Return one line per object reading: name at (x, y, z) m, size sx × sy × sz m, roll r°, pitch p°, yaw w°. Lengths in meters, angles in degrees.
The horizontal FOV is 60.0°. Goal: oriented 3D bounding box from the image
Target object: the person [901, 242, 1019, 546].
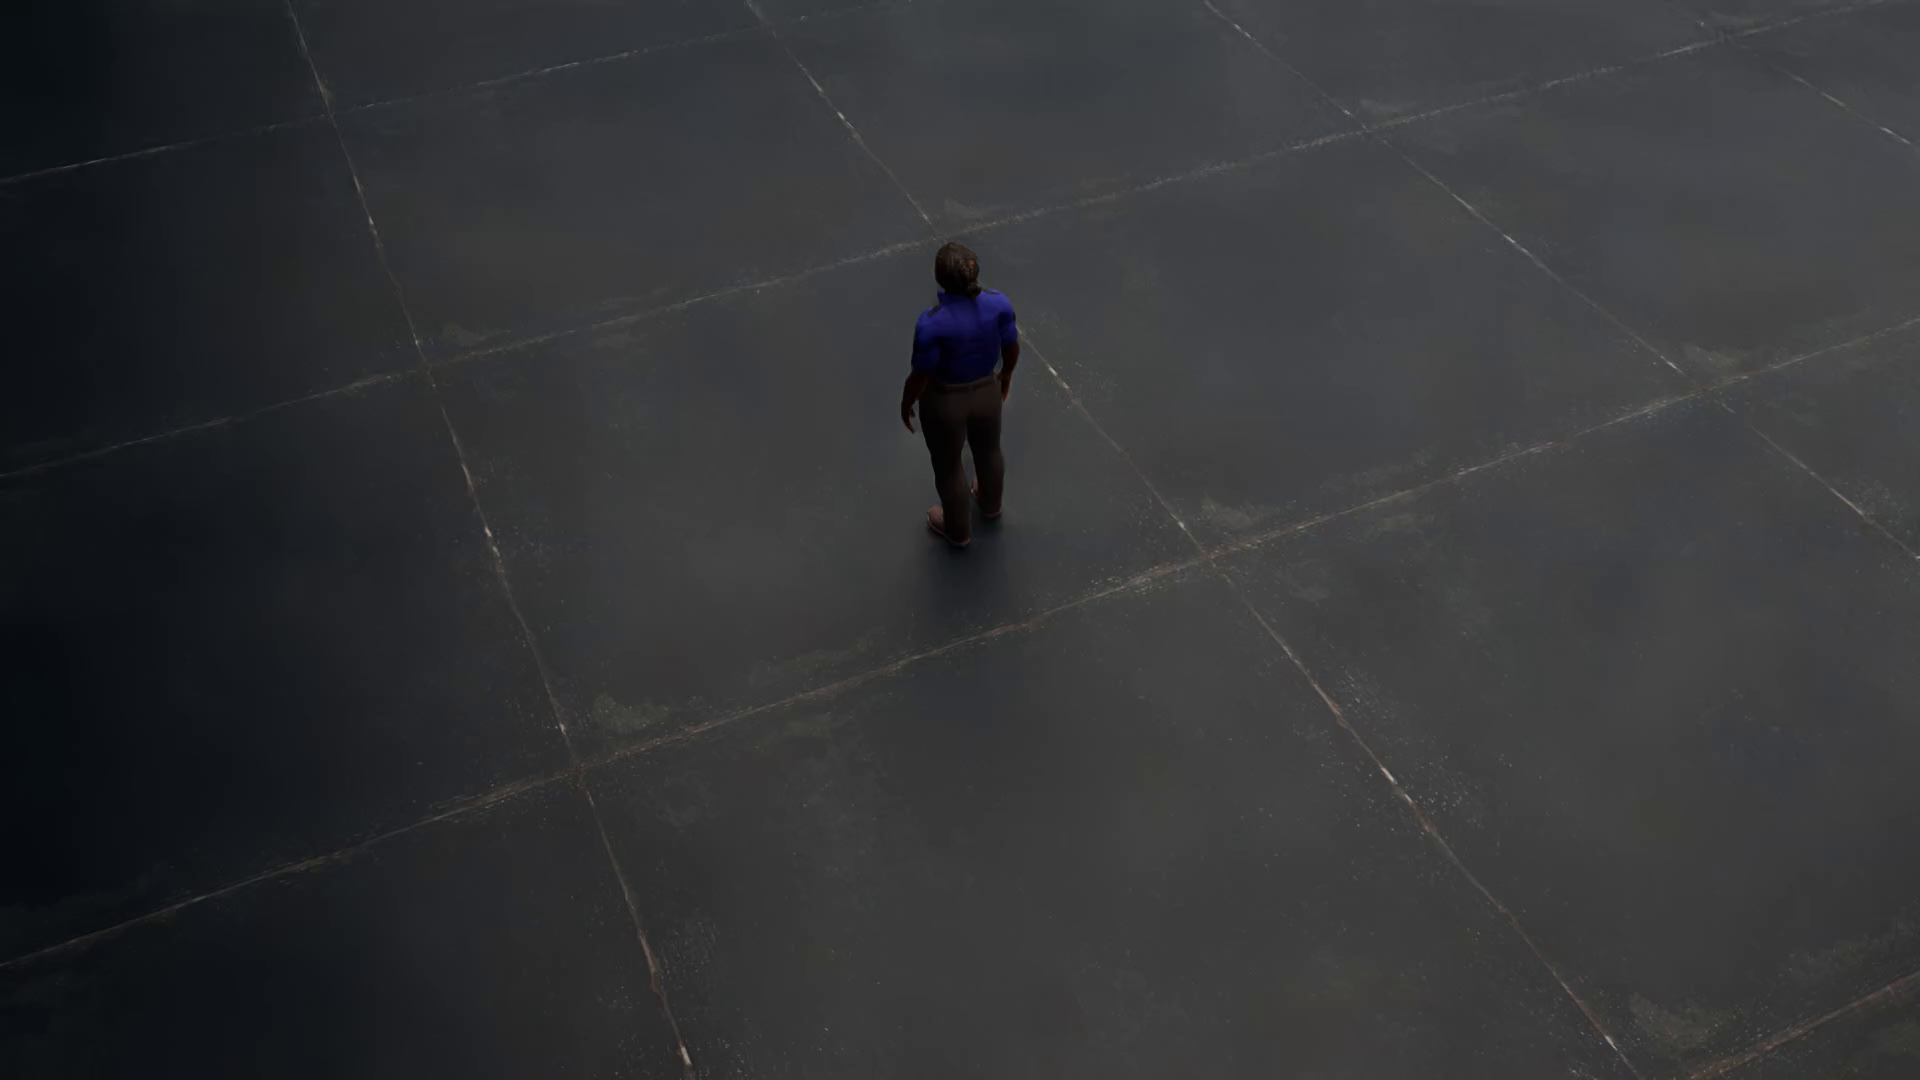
person at (-0.019, -0.670, 7.323) m, size 0.570 × 1.654 × 0.503 m, roll -18°, pitch 46°, yaw -18°
